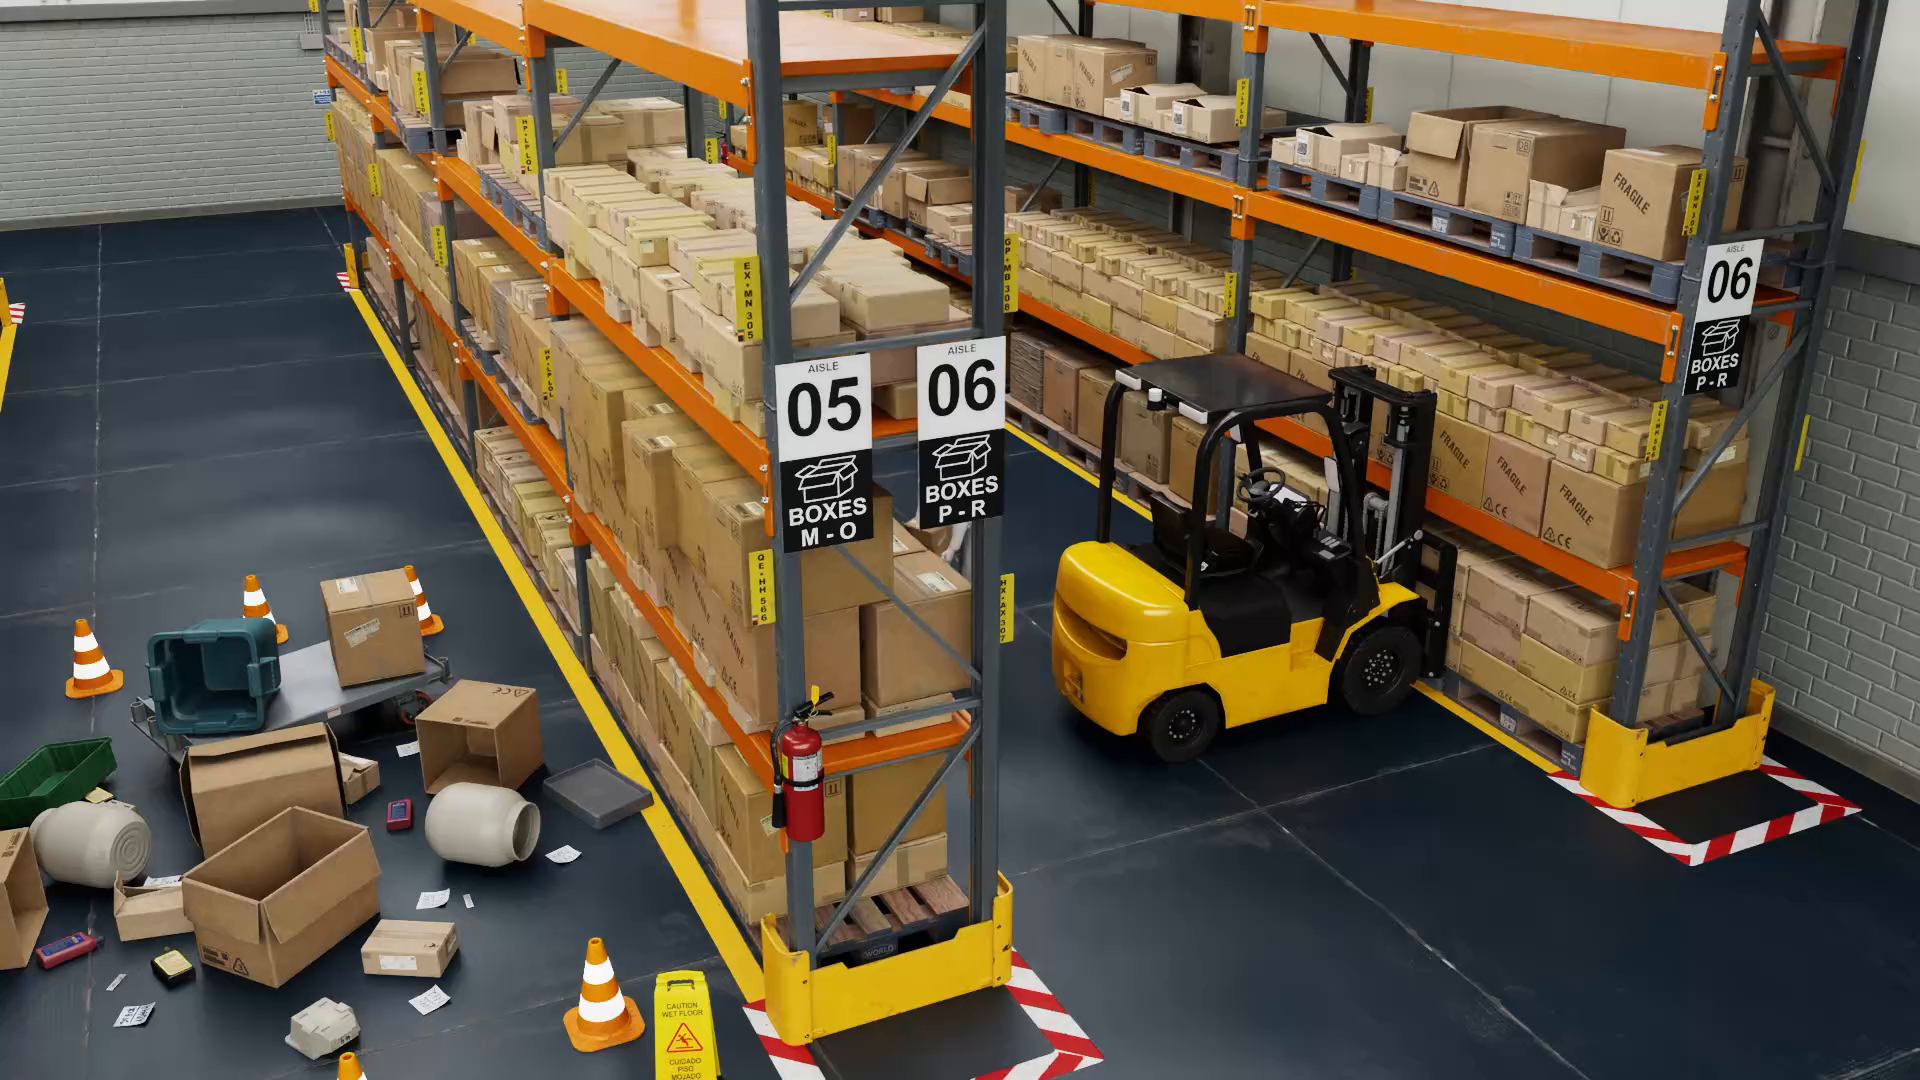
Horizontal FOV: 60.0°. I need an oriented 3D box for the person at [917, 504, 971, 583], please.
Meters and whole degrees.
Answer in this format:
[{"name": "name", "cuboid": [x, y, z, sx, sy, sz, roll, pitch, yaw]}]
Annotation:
[{"name": "person", "cuboid": [-0.057, -0.018, 11.095, 0.419, 1.631, 0.570, 14, 26, 31]}]
